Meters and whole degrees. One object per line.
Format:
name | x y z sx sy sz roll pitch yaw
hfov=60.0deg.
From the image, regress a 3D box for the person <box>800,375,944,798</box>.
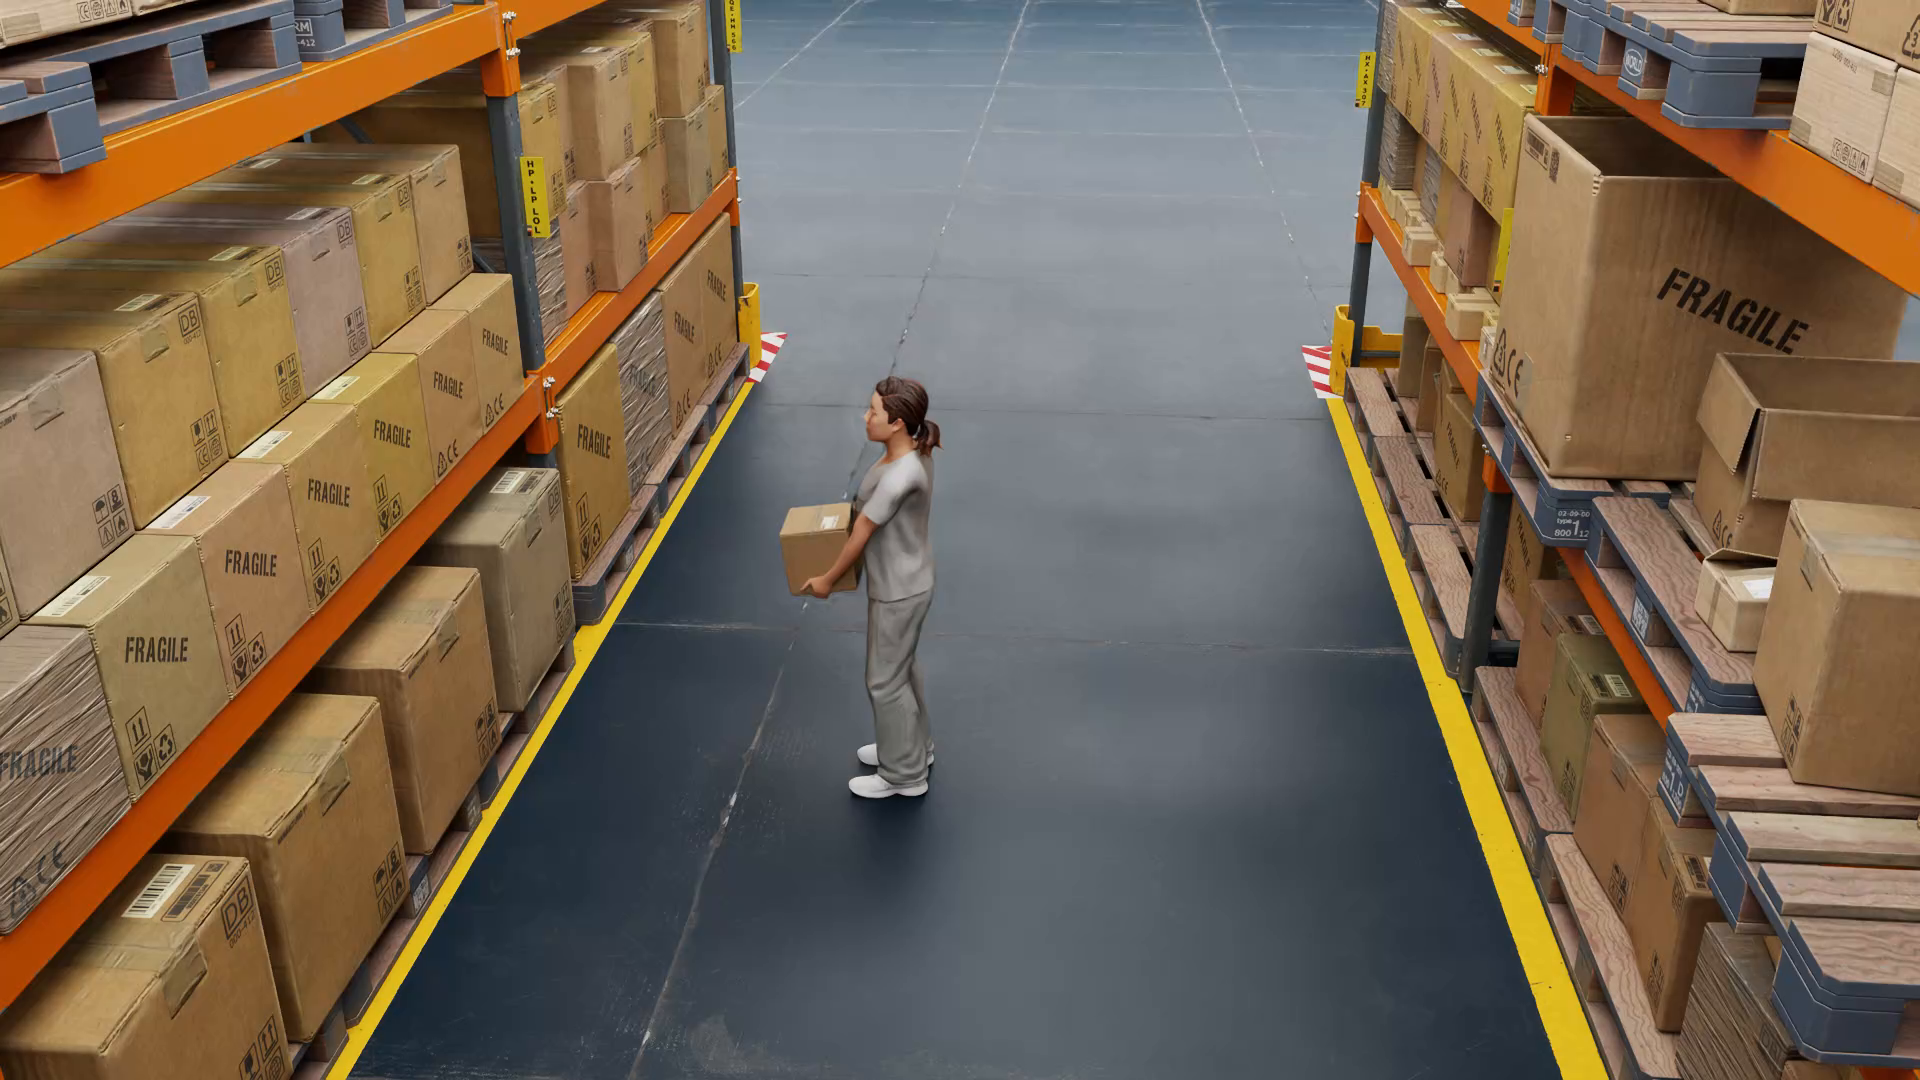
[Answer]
person | -0.317 0.182 6.224 0.525 1.668 0.409 2 25 3
